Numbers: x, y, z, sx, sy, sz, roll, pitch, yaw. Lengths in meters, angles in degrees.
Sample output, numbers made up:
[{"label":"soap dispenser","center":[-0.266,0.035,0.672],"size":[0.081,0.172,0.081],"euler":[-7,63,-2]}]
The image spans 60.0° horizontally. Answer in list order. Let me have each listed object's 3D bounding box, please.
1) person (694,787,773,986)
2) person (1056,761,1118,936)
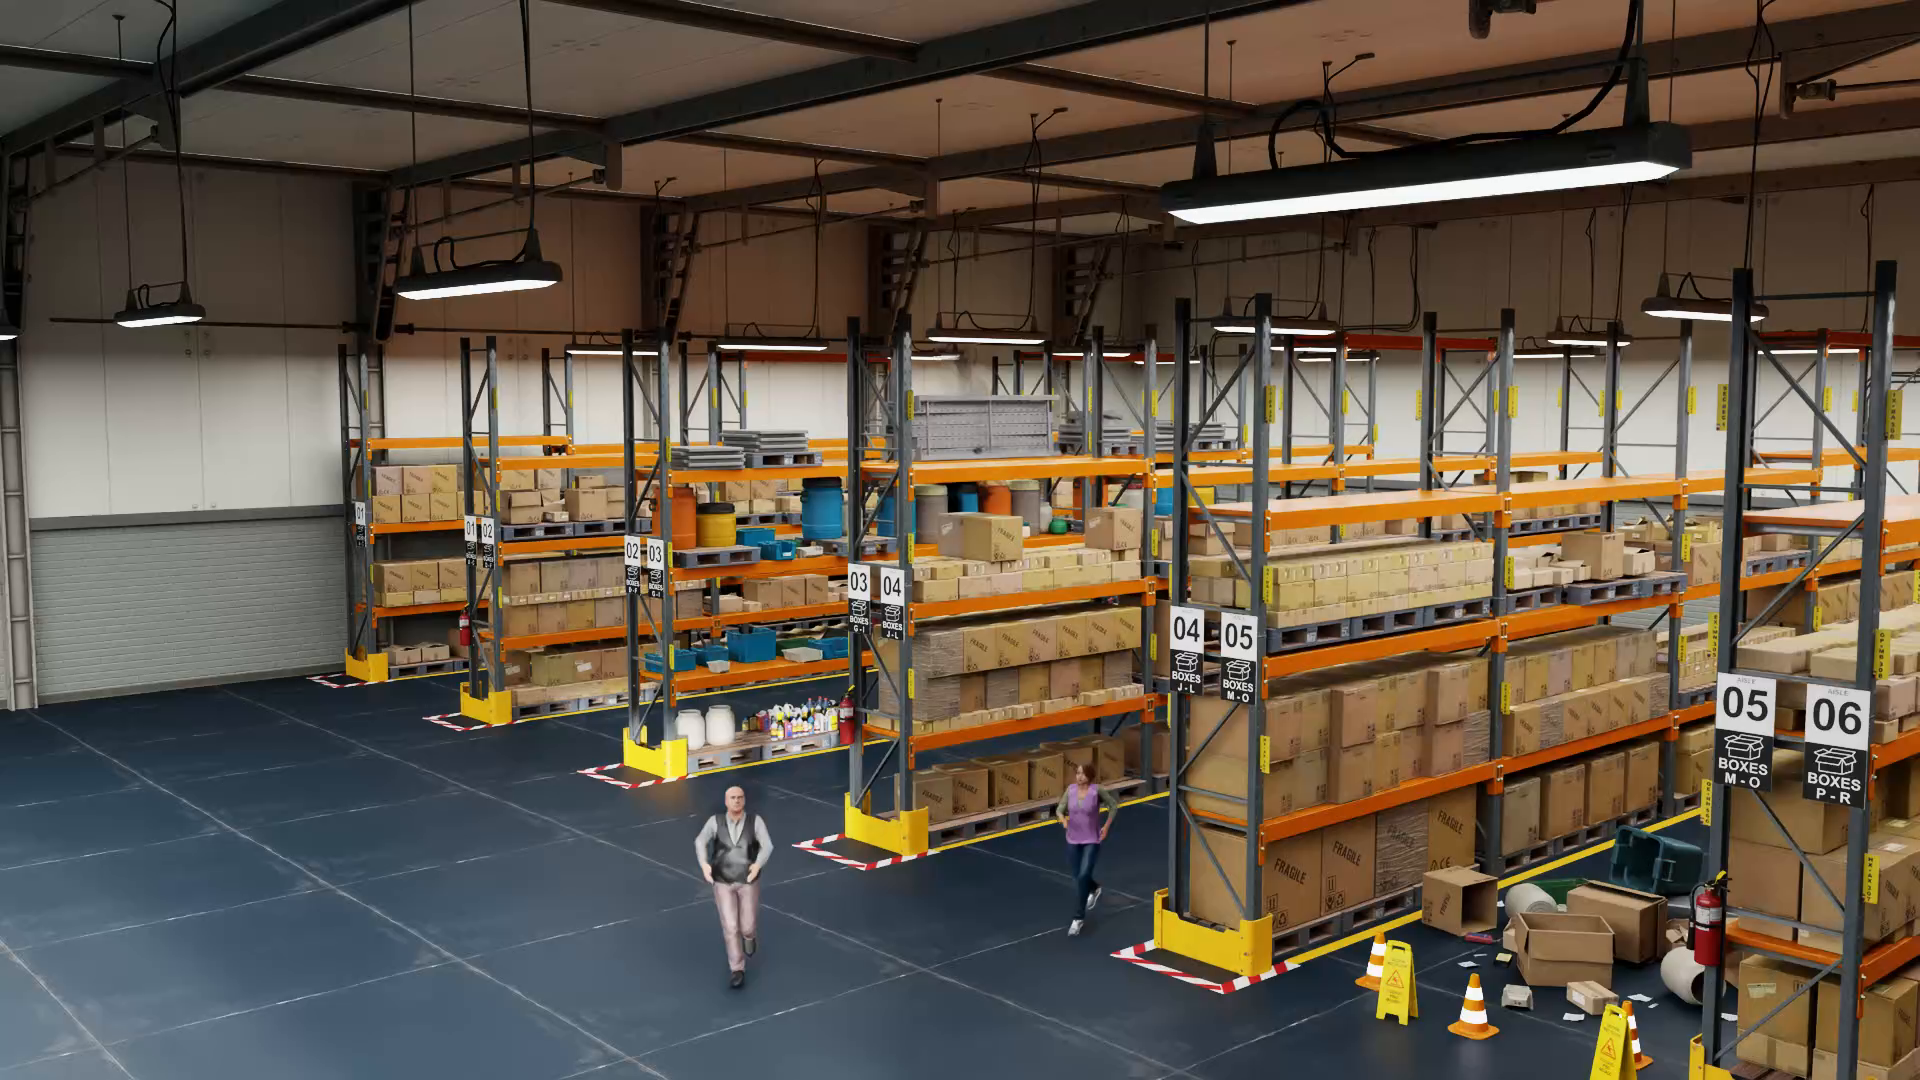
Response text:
[{"label":"person","center":[-1.993,3.013,14.682],"size":[0.691,1.692,0.783],"euler":[-1,5,-9]},{"label":"person","center":[1.207,2.937,16.084],"size":[0.577,1.629,0.793],"euler":[2,6,24]}]
